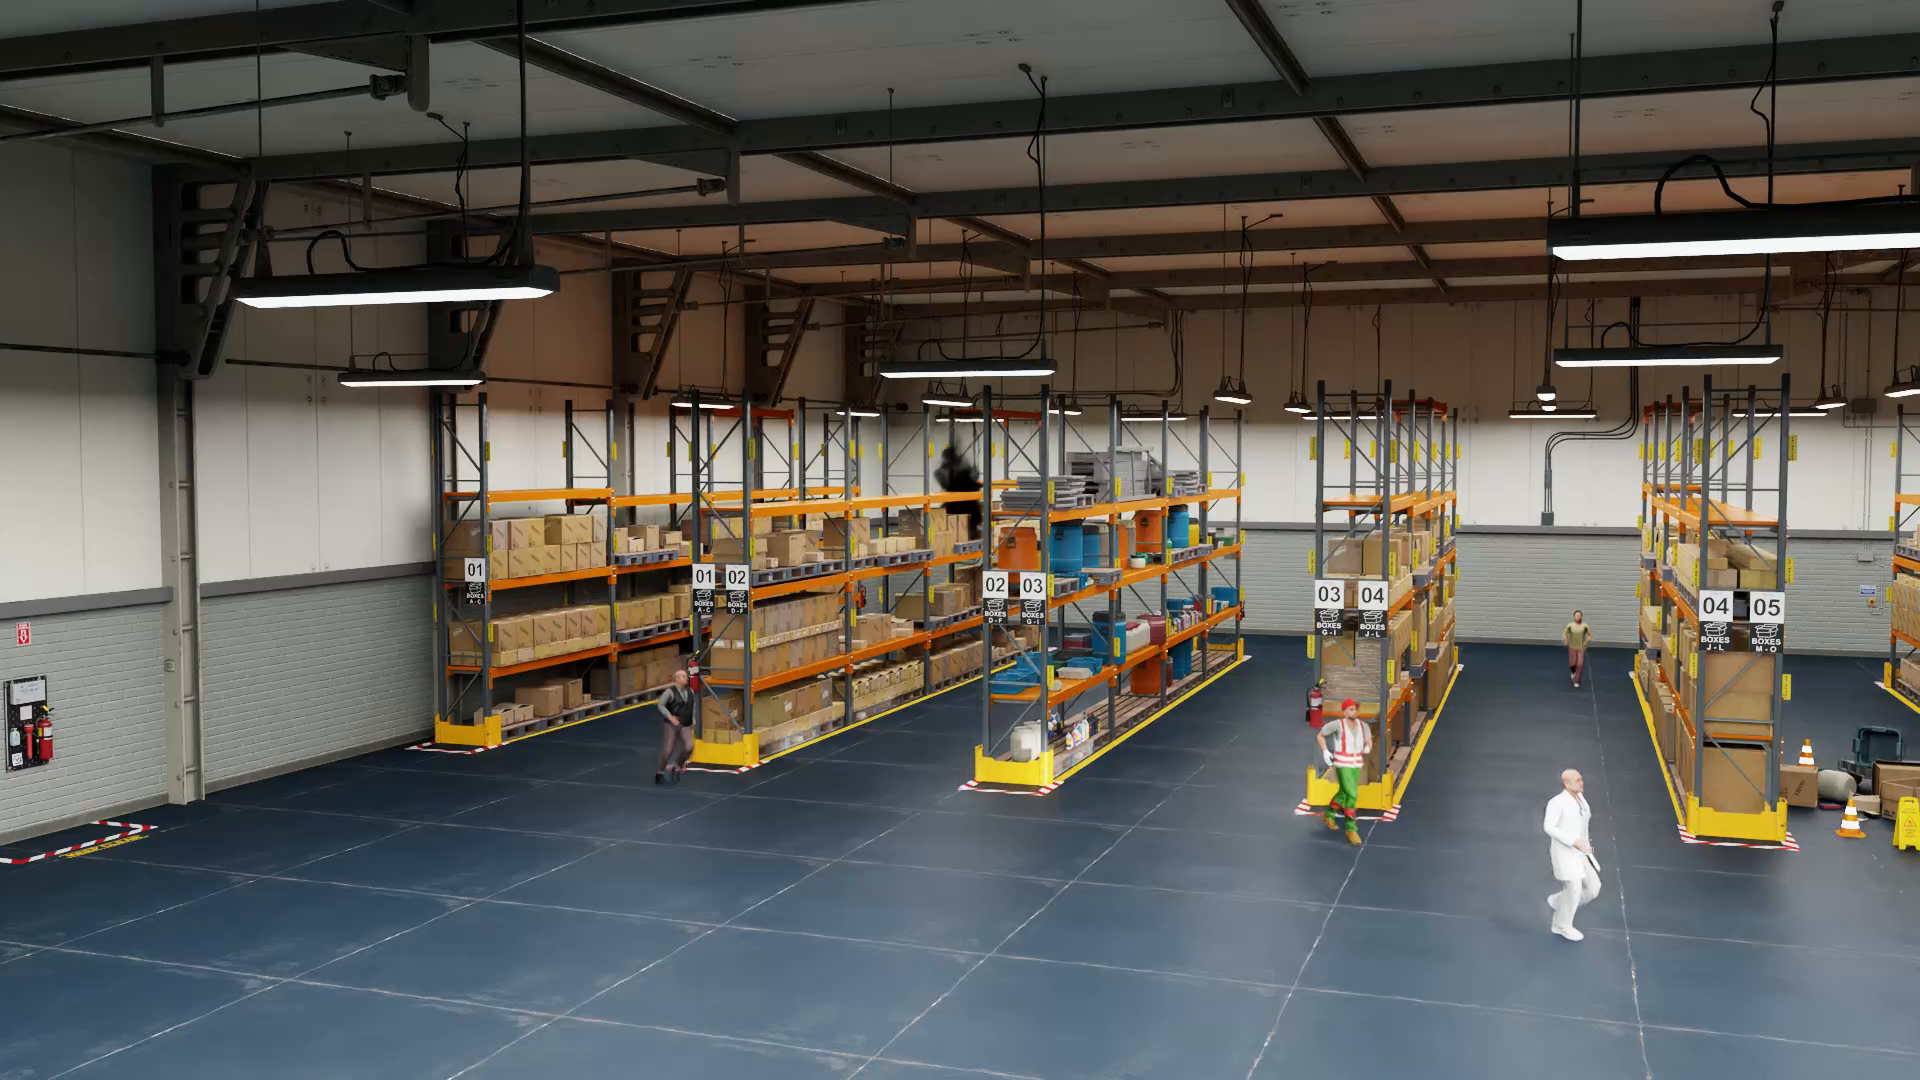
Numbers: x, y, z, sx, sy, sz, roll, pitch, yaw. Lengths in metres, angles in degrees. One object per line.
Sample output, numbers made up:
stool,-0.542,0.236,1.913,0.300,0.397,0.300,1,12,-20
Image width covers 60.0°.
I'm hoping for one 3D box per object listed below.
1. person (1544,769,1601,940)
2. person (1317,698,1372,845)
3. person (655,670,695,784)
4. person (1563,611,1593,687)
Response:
person,6.265,3.220,17.066,0.710,1.743,0.630,-2,4,-36
person,5.020,2.948,21.522,0.658,1.817,0.873,-2,3,-27
person,-4.239,2.825,25.190,0.714,1.693,0.626,-2,4,-37
person,13.157,2.309,35.425,0.592,1.625,0.566,1,3,20
